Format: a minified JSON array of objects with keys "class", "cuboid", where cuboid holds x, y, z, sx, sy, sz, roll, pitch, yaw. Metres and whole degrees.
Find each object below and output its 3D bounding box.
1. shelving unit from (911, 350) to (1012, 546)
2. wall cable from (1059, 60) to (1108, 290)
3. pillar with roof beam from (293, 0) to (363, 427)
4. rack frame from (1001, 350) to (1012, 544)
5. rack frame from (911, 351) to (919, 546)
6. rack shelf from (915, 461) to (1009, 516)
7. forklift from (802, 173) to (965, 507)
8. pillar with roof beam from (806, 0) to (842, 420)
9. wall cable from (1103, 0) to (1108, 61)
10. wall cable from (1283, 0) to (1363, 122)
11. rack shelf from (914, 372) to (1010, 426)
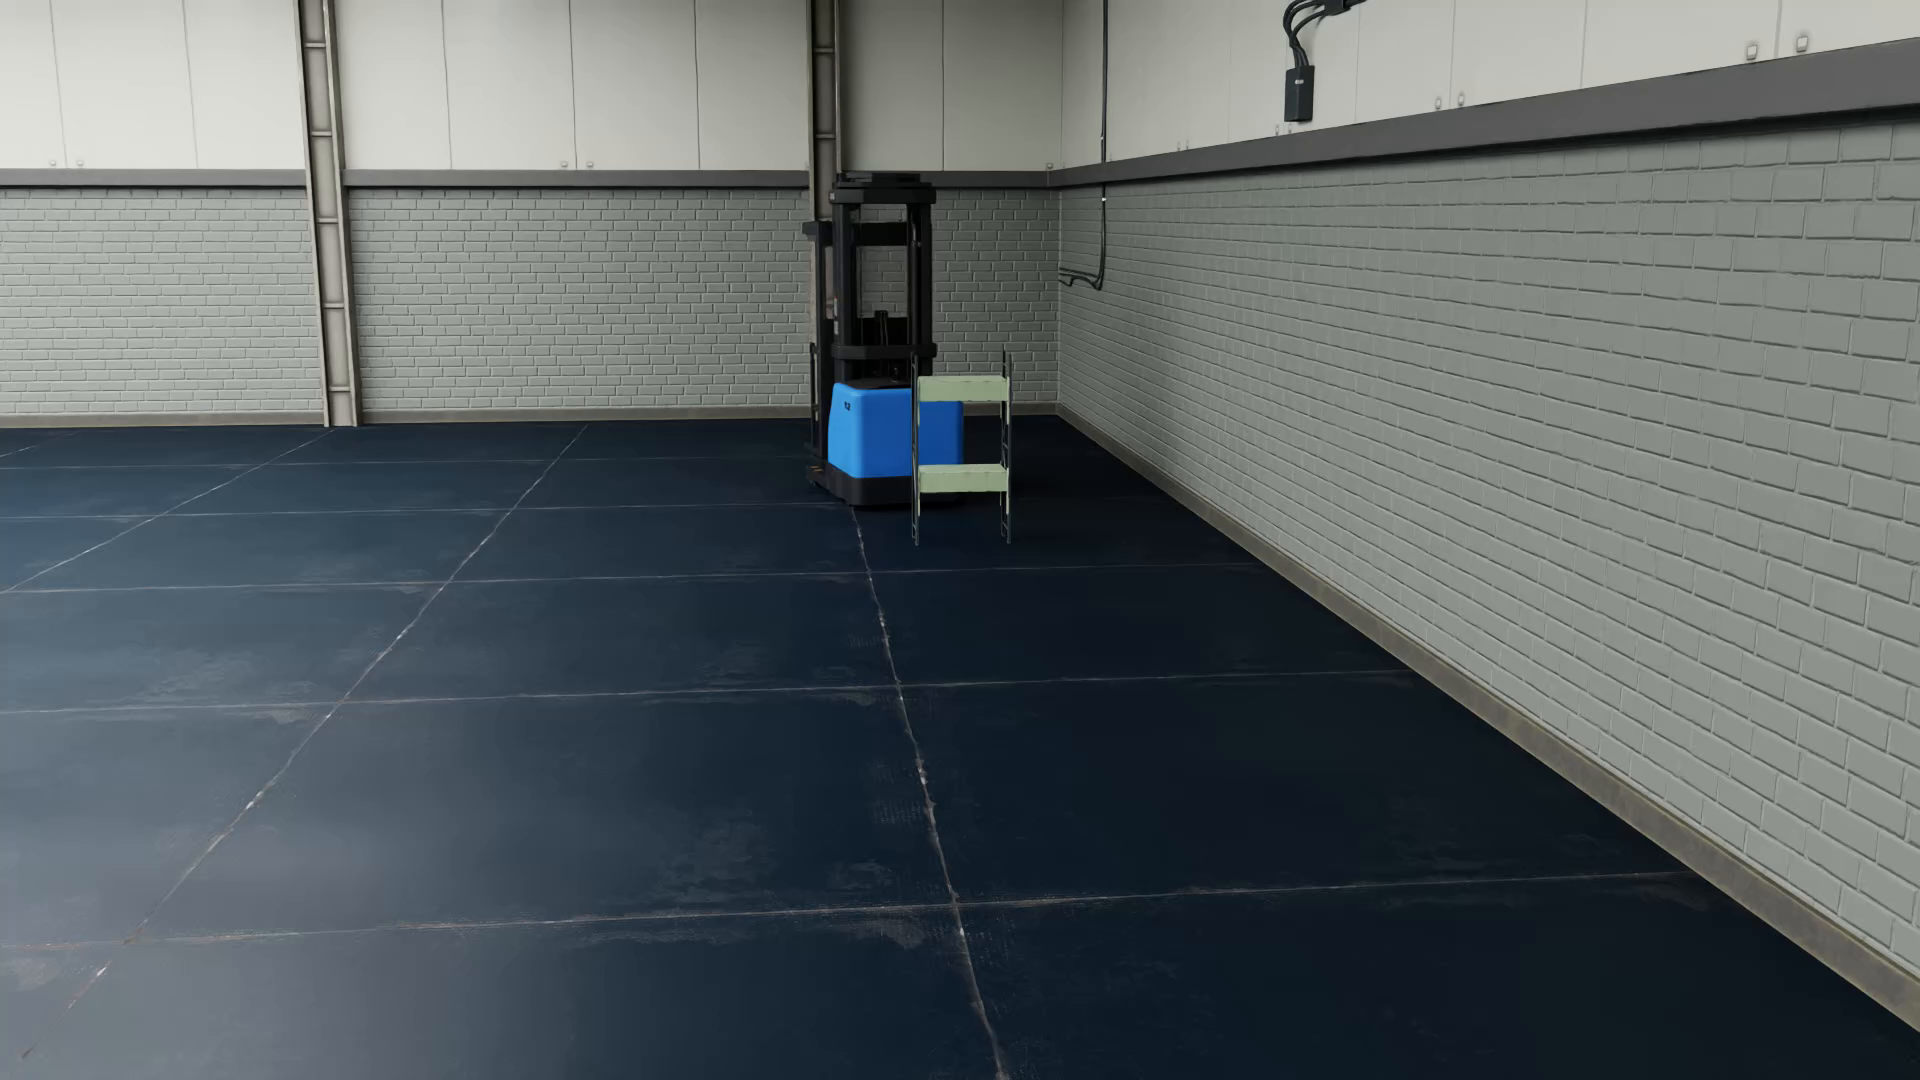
[{"class":"shelving unit","cuboid":[0.007,-0.736,13.224,0.755,1.500,0.431,-1,11,-6]},{"class":"wall cable","cuboid":[1.396,-4.252,19.717,0.112,2.526,3.097,-1,11,-6]},{"class":"pillar with roof beam","cuboid":[-7.175,-5.017,15.560,0.400,9.000,9.100,-1,11,-6]},{"class":"rack frame","cuboid":[0.371,-0.744,13.263,0.023,1.500,0.400,-1,11,-6]},{"class":"rack frame","cuboid":[-0.357,-0.728,13.185,0.023,1.500,0.400,-1,11,-6]},{"class":"rack shelf","cuboid":[0.007,-0.416,13.287,0.720,0.370,0.431,-1,11,-6]},{"class":"forklift","cuboid":[-0.866,-1.973,15.807,1.130,2.935,3.031,-3,12,-16]},{"class":"pillar with roof beam","cuboid":[-1.211,-5.142,16.196,0.400,9.000,9.100,-1,11,-6]},{"class":"wall cable","cuboid":[1.688,-6.211,16.591,0.112,2.526,3.097,-1,11,-6]},{"class":"wall cable","cuboid":[2.406,-5.623,9.827,0.169,6.003,2.305,-1,11,-6]},{"class":"rack shelf","cuboid":[0.007,-1.119,13.149,0.720,0.370,0.431,-1,11,-6]}]
